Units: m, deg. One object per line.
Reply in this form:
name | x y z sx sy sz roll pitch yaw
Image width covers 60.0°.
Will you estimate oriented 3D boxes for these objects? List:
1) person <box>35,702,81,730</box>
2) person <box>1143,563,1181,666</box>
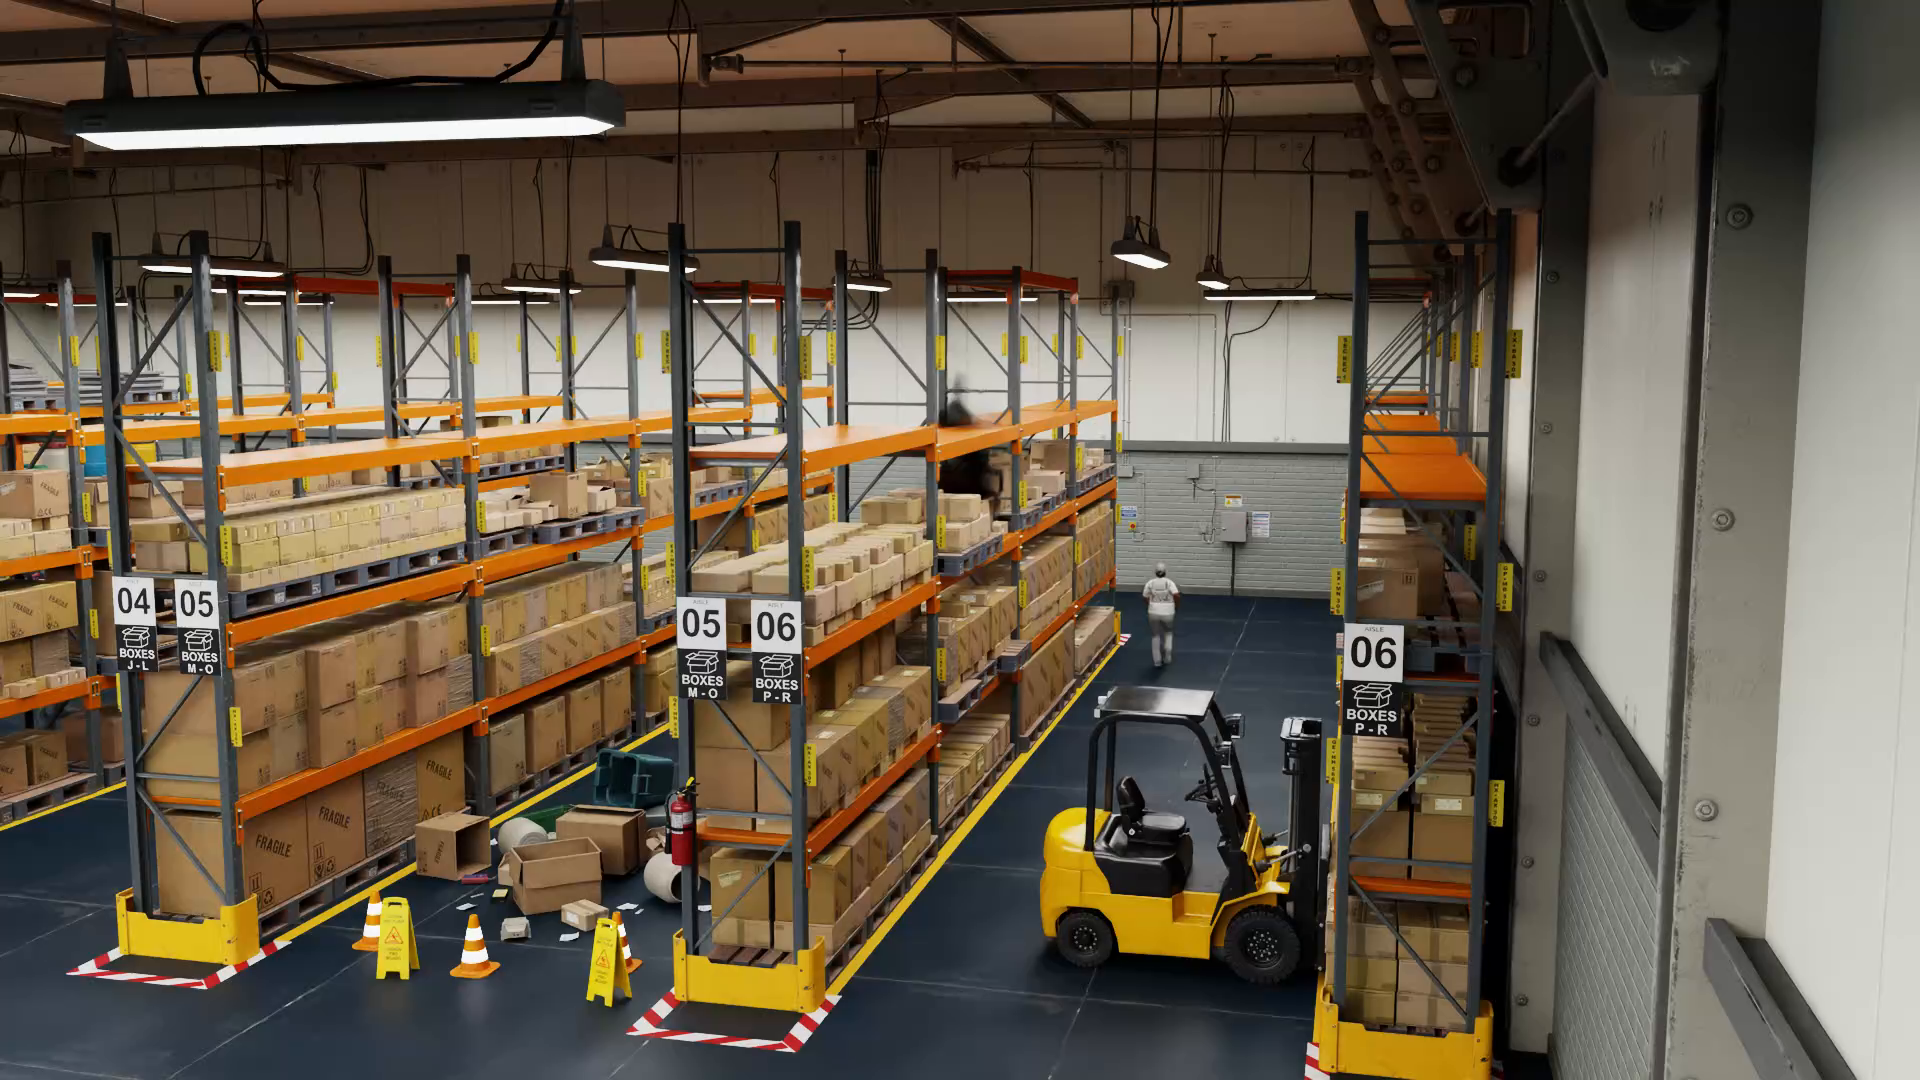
person | -11.376 1.765 20.948 0.704 1.748 0.656 2 7 17
person | 3.174 1.168 26.164 0.592 1.629 0.583 1 7 9
